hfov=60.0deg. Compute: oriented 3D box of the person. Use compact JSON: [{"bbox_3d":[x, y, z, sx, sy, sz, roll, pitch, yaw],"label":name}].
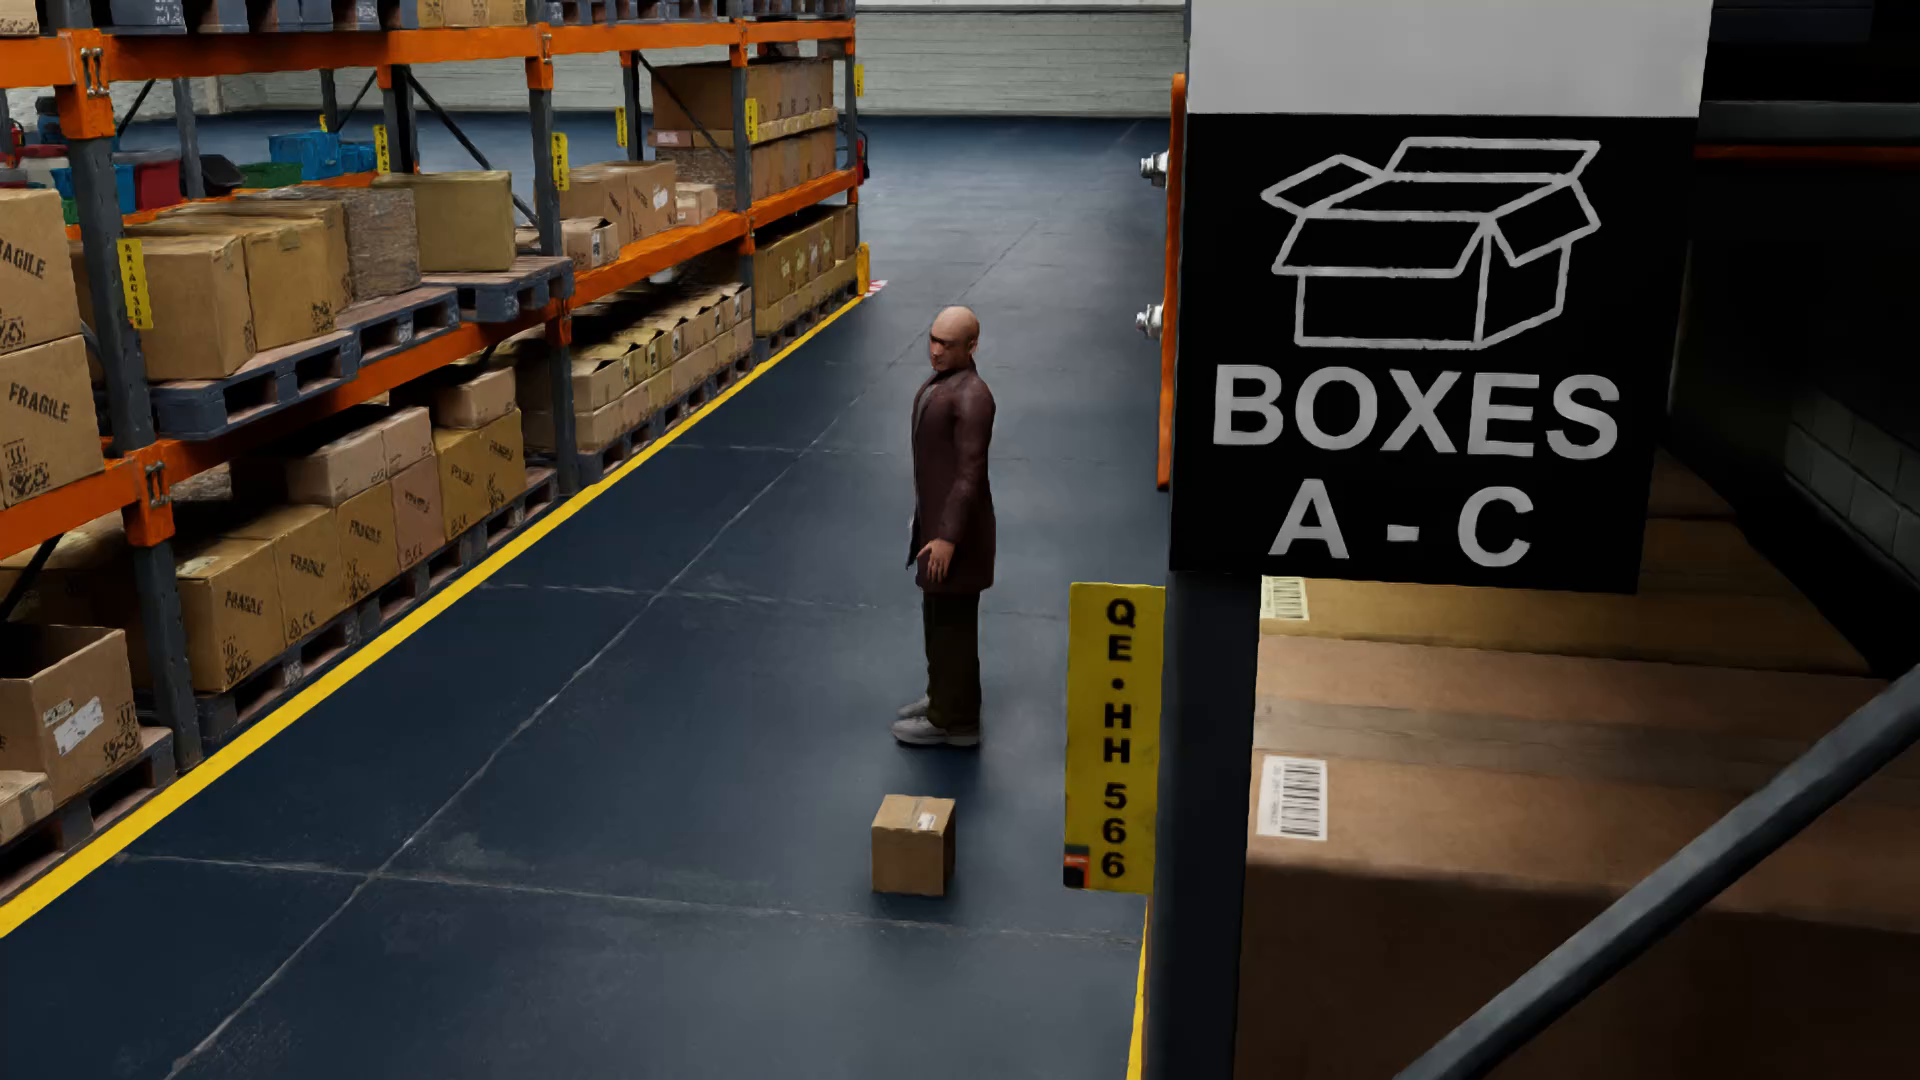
[{"bbox_3d":[-0.081,-0.028,6.670,0.432,1.832,0.634,-3,18,-11],"label":"person"}]
